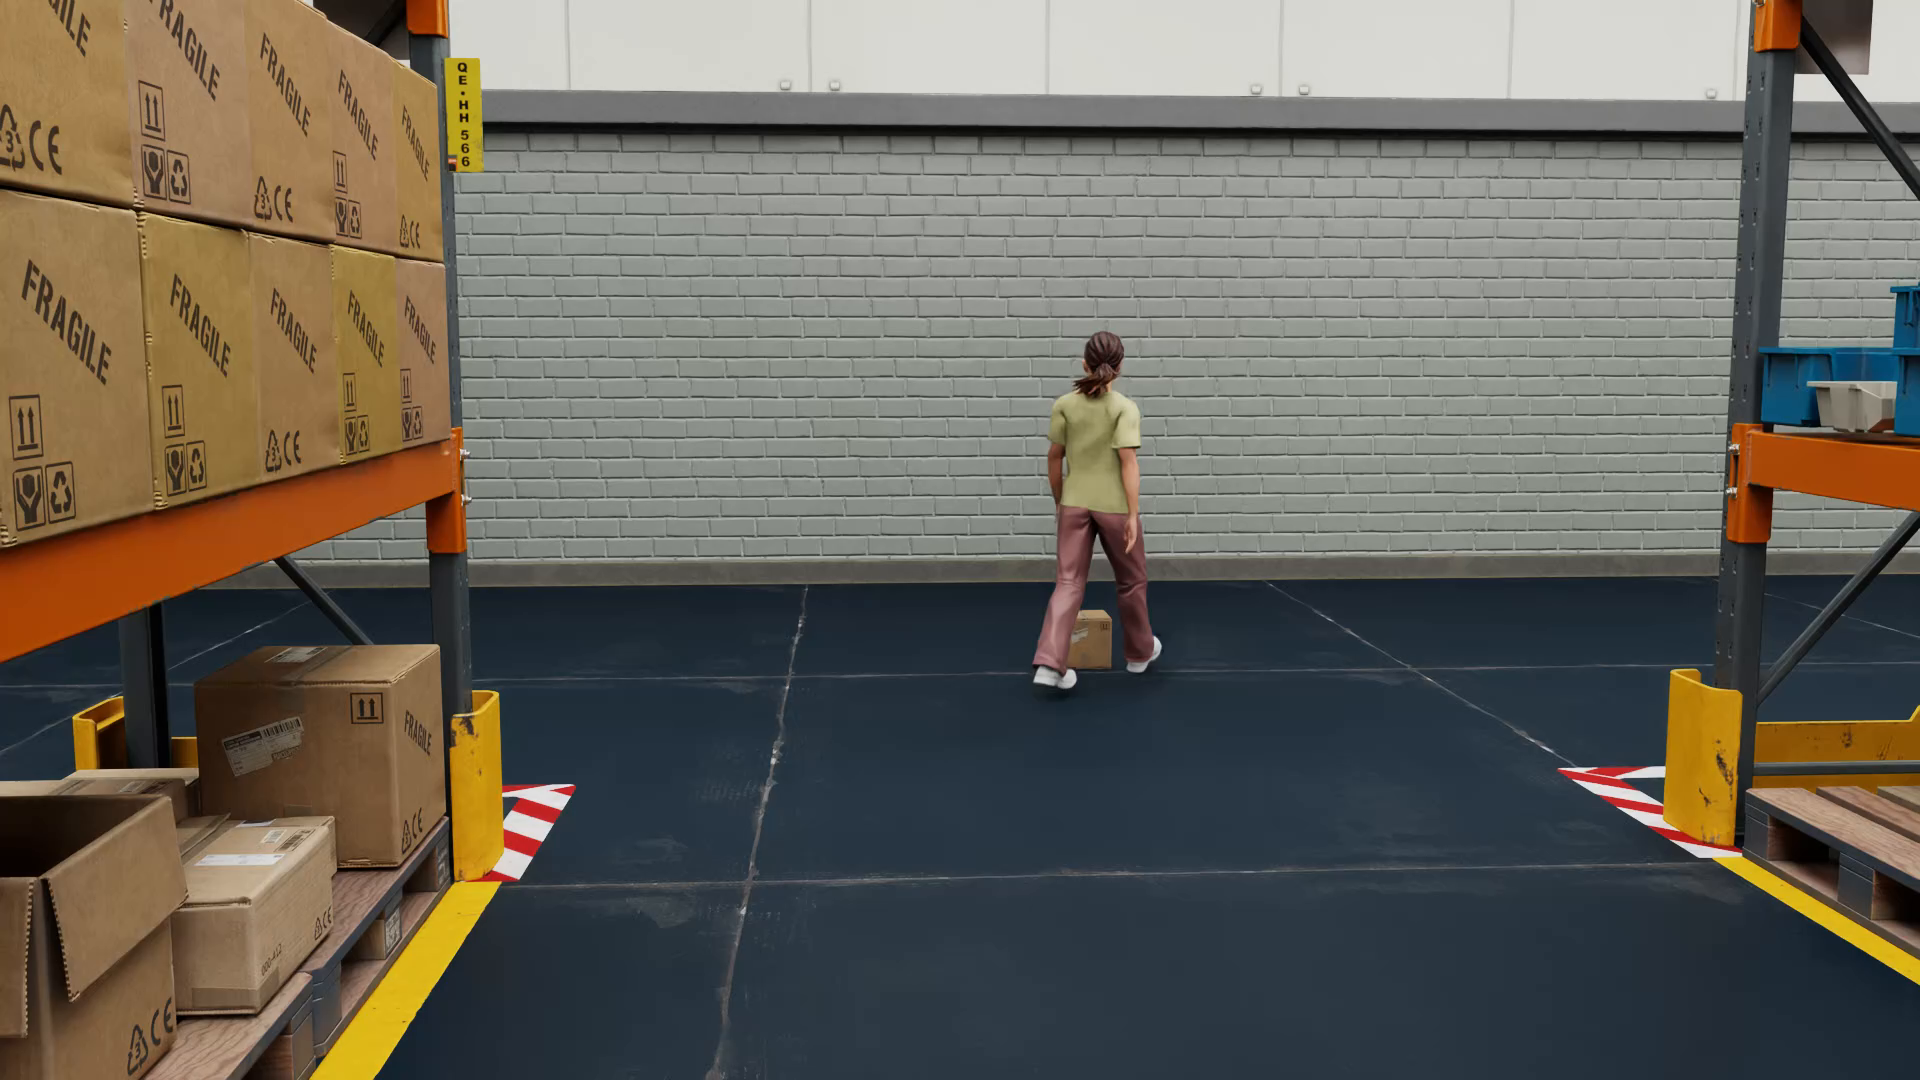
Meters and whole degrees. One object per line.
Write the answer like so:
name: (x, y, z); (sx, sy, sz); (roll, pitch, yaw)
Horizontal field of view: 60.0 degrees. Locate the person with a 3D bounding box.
person: (0.642, -0.147, 7.620); (0.461, 1.610, 1.041); (3, 7, 20)
